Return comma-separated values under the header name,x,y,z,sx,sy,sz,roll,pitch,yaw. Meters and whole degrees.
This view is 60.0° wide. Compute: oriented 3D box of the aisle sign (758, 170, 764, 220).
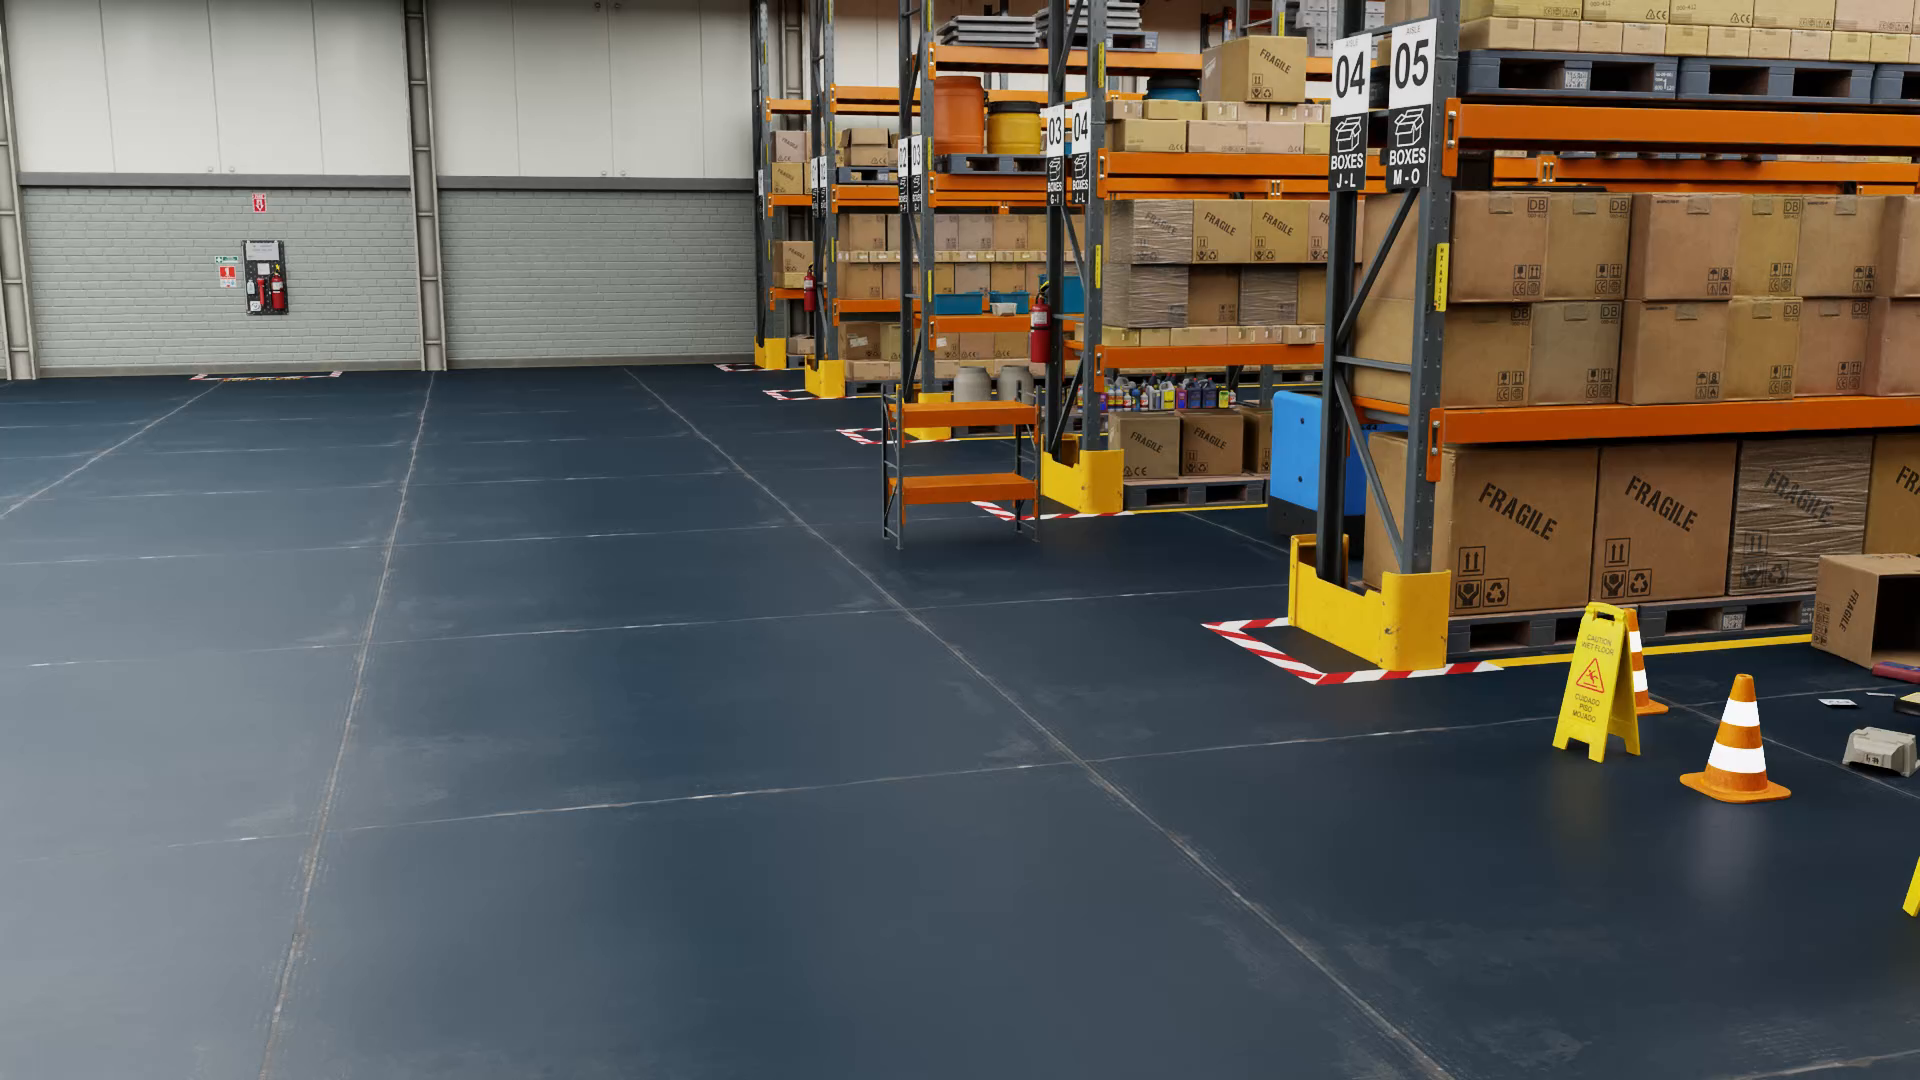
name,x,y,z,sx,sy,sz,roll,pitch,yaw
aisle sign,-3.224,-5.590,26.945,0.004,0.787,0.394,-3,11,-16

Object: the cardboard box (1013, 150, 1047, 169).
name,x,y,z,sx,sy,sz,roll,pitch,yaw
cardboard box,0.914,-5.408,23.554,0.500,0.311,0.500,-4,11,-19

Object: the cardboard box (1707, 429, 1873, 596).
name,x,y,z,sx,sy,sz,roll,pitch,yaw
cardboard box,4.557,-0.215,9.636,0.875,0.875,0.875,-3,11,-16

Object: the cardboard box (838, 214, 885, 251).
name,x,y,z,sx,sy,sz,roll,pitch,yaw
cardboard box,-1.348,-4.217,22.811,0.500,0.500,0.700,-3,11,-16

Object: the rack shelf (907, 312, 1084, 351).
name,x,y,z,sx,sy,sz,roll,pitch,yaw
rack shelf,1.451,-2.392,18.743,4.000,0.370,1.077,-3,11,-16

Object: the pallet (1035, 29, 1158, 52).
name,x,y,z,sx,sy,sz,roll,pitch,yaw
pallet,1.414,-5.399,18.146,1.213,0.211,1.003,-3,11,-16

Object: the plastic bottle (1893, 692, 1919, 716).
name,x,y,z,sx,sy,sz,roll,pitch,yaw
plastic bottle,4.485,0.759,7.752,0.283,0.061,0.133,-8,13,-36

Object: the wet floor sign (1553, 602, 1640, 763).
name,x,y,z,sx,sy,sz,roll,pitch,yaw
wet floor sign,2.730,0.587,7.075,0.232,0.644,0.267,-5,12,-26

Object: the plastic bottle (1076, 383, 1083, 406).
name,x,y,z,sx,sy,sz,roll,pitch,yaw
plastic bottle,1.421,-1.699,19.297,0.135,0.276,0.152,-3,11,-16

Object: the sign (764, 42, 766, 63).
name,x,y,z,sx,sy,sz,roll,pitch,yaw
sign,-3.087,-7.721,26.336,0.005,0.325,0.100,-3,11,-16

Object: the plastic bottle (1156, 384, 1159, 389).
name,x,y,z,sx,sy,sz,roll,pitch,yaw
plastic bottle,2.286,-1.635,18.933,0.133,0.283,0.061,-3,11,-16

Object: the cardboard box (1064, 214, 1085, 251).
name,x,y,z,sx,sy,sz,roll,pitch,yaw
cardboard box,1.566,-4.372,23.652,0.500,0.500,0.700,-3,11,-16

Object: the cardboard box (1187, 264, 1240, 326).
name,x,y,z,sx,sy,sz,roll,pitch,yaw
cardboard box,1.897,-2.049,13.791,0.500,0.500,0.875,-3,11,-16

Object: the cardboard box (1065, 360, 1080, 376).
name,x,y,z,sx,sy,sz,roll,pitch,yaw
cardboard box,1.606,-2.501,23.783,0.500,0.250,0.500,-3,11,-16

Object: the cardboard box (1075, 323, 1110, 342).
name,x,y,z,sx,sy,sz,roll,pitch,yaw
cardboard box,1.131,-1.711,13.747,0.250,0.149,0.380,-3,11,-16

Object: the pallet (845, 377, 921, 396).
name,x,y,z,sx,sy,sz,roll,pitch,yaw
pallet,-1.128,-2.181,23.309,1.213,0.211,1.003,-3,11,-16

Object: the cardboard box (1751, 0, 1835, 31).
name,x,y,z,sx,sy,sz,roll,pitch,yaw
cardboard box,4.193,-2.777,8.715,0.500,0.250,0.500,-3,11,-16

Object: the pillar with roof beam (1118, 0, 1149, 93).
name,x,y,z,sx,sy,sz,roll,pitch,yaw
pillar with roof beam,4.156,-7.059,25.533,0.548,9.000,9.100,-3,11,-16

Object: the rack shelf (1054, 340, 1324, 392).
name,x,y,z,sx,sy,sz,roll,pitch,yaw
rack shelf,2.835,-1.531,14.066,4.000,0.370,1.077,-3,11,-16

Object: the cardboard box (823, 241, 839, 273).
name,x,y,z,sx,sy,sz,roll,pitch,yaw
cardboard box,-2.219,-4.667,27.401,0.500,0.500,0.500,-3,11,-16

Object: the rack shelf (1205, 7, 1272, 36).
name,x,y,z,sx,sy,sz,roll,pitch,yaw
rack shelf,6.363,-9.104,29.453,4.000,0.370,1.077,-3,11,-16

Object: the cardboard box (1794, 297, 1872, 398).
name,x,y,z,sx,sy,sz,roll,pitch,yaw
cardboard box,4.621,-1.133,9.503,0.550,0.550,0.875,-3,11,-16

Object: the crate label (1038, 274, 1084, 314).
name,x,y,z,sx,sy,sz,roll,pitch,yaw
crate label,1.222,-2.802,18.886,0.616,0.435,0.502,-3,11,-16

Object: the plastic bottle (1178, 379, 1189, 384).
name,x,y,z,sx,sy,sz,roll,pitch,yaw
plastic bottle,2.640,-1.763,19.646,0.135,0.276,0.152,-3,11,-14

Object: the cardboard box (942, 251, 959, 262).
name,x,y,z,sx,sy,sz,roll,pitch,yaw
cardboard box,-0.178,-3.922,22.999,0.250,0.149,0.380,-3,11,-17

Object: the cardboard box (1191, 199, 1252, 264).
name,x,y,z,sx,sy,sz,roll,pitch,yaw
cardboard box,2.001,-2.476,13.349,0.500,0.500,0.500,-3,11,-16

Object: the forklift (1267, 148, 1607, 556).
name,x,y,z,sx,sy,sz,roll,pitch,yaw
forklift,3.817,-1.452,11.837,3.031,2.935,1.130,-3,11,-14

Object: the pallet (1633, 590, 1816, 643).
name,x,y,z,sx,sy,sz,roll,pitch,yaw
pallet,4.119,0.340,9.618,1.213,0.211,1.003,-3,11,-16

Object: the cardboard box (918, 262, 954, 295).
name,x,y,z,sx,sy,sz,roll,pitch,yaw
cardboard box,-0.417,-3.628,23.194,0.500,0.500,0.700,-3,11,-16

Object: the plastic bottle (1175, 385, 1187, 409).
name,x,y,z,sx,sy,sz,roll,pitch,yaw
plastic bottle,2.504,-1.620,18.848,0.133,0.283,0.061,-2,11,-12

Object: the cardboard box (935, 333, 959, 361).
name,x,y,z,sx,sy,sz,roll,pitch,yaw
cardboard box,-0.317,-2.771,23.176,0.500,0.500,0.500,-3,11,-16

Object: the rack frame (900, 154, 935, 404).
name,x,y,z,sx,sy,sz,roll,pitch,yaw
rack frame,-0.470,-2.645,18.128,0.127,3.000,1.000,-3,11,-16

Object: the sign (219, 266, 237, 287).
name,x,y,z,sx,sy,sz,roll,pitch,yaw
sign,-11.512,-4.138,26.142,0.234,0.329,0.001,-3,11,-16

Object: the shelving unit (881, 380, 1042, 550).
name,x,y,z,sx,sy,sz,roll,pitch,yaw
shelving unit,0.006,-0.554,11.946,1.048,1.125,0.538,-3,11,-16

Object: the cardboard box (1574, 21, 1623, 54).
name,x,y,z,sx,sy,sz,roll,pitch,yaw
cardboard box,3.108,-2.511,8.375,0.250,0.149,0.380,-3,11,-16

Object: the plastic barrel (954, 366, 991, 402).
name,x,y,z,sx,sy,sz,roll,pitch,yaw
plastic barrel,0.141,-1.674,18.569,0.421,0.512,0.421,0,10,0

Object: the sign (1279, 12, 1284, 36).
name,x,y,z,sx,sy,sz,roll,pitch,yaw
sign,3.514,-5.599,18.181,0.005,0.325,0.100,-3,11,-16

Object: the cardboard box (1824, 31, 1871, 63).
name,x,y,z,sx,sy,sz,roll,pitch,yaw
cardboard box,4.562,-2.587,8.790,0.250,0.149,0.380,-3,11,-16

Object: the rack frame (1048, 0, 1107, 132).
name,x,y,z,sx,sy,sz,roll,pitch,yaw
rack frame,0.915,-4.734,12.908,0.127,3.000,1.000,-3,11,-16

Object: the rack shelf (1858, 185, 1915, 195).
name,x,y,z,sx,sy,sz,roll,pitch,yaw
rack shelf,12.972,-4.475,21.770,4.000,0.370,1.077,-3,11,-16

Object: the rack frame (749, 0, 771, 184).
name,x,y,z,sx,sy,sz,roll,pitch,yaw
rack frame,-3.239,-7.317,26.940,0.127,3.000,1.000,-3,11,-16

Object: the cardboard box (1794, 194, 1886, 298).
name,x,y,z,sx,sy,sz,roll,pitch,yaw
cardboard box,4.628,-1.660,9.380,0.550,0.550,0.875,-3,11,-16

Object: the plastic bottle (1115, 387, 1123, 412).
name,x,y,z,sx,sy,sz,roll,pitch,yaw
plastic bottle,1.783,-1.579,18.661,0.097,0.271,0.097,0,10,0

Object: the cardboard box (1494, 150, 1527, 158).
name,x,y,z,sx,sy,sz,roll,pitch,yaw
cardboard box,4.391,-3.319,13.921,0.500,0.250,0.500,-3,11,-14

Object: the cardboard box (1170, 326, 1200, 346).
name,x,y,z,sx,sy,sz,roll,pitch,yaw
cardboard box,1.745,-1.653,13.432,0.250,0.149,0.380,-3,11,-16

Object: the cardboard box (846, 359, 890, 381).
name,x,y,z,sx,sy,sz,roll,pitch,yaw
cardboard box,-1.273,-2.349,22.955,0.500,0.250,0.500,-3,11,-16

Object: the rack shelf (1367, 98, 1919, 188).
name,x,y,z,sx,sy,sz,roll,pitch,yaw
rack shelf,4.124,-2.139,9.083,4.000,0.370,1.077,-3,11,-16

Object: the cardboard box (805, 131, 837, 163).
name,x,y,z,sx,sy,sz,roll,pitch,yaw
cardboard box,-2.305,-6.387,27.077,0.500,0.500,0.500,-3,11,-17

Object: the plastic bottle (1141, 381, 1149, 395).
name,x,y,z,sx,sy,sz,roll,pitch,yaw
plastic bottle,2.168,-1.730,19.477,0.097,0.271,0.097,0,10,0

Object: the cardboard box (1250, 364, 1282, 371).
name,x,y,z,sx,sy,sz,roll,pitch,yaw
cardboard box,4.416,-2.645,24.561,0.500,0.250,0.500,-3,11,-15

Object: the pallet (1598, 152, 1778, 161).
name,x,y,z,sx,sy,sz,roll,pitch,yaw
pallet,6.373,-3.435,14.653,1.003,0.211,1.213,-3,11,-16

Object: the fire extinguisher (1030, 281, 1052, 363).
name,x,y,z,sx,sy,sz,roll,pitch,yaw
fire extinguisher,0.676,-1.820,13.862,0.183,0.674,0.296,-3,11,-16

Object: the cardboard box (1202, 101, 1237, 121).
name,x,y,z,sx,sy,sz,roll,pitch,yaw
cardboard box,2.009,-3.387,13.188,0.250,0.149,0.380,-3,11,-14

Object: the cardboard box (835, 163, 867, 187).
name,x,y,z,sx,sy,sz,roll,pitch,yaw
cardboard box,-1.825,-5.923,27.317,0.500,0.500,0.500,-2,11,-13

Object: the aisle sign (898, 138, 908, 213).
name,x,y,z,sx,sy,sz,roll,pitch,yaw
aisle sign,-0.622,-3.971,18.154,0.004,0.787,0.394,-3,11,-16

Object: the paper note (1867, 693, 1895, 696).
name,x,y,z,sx,sy,sz,roll,pitch,yaw
paper note,4.425,0.742,7.987,0.123,0.001,0.032,3,11,14
